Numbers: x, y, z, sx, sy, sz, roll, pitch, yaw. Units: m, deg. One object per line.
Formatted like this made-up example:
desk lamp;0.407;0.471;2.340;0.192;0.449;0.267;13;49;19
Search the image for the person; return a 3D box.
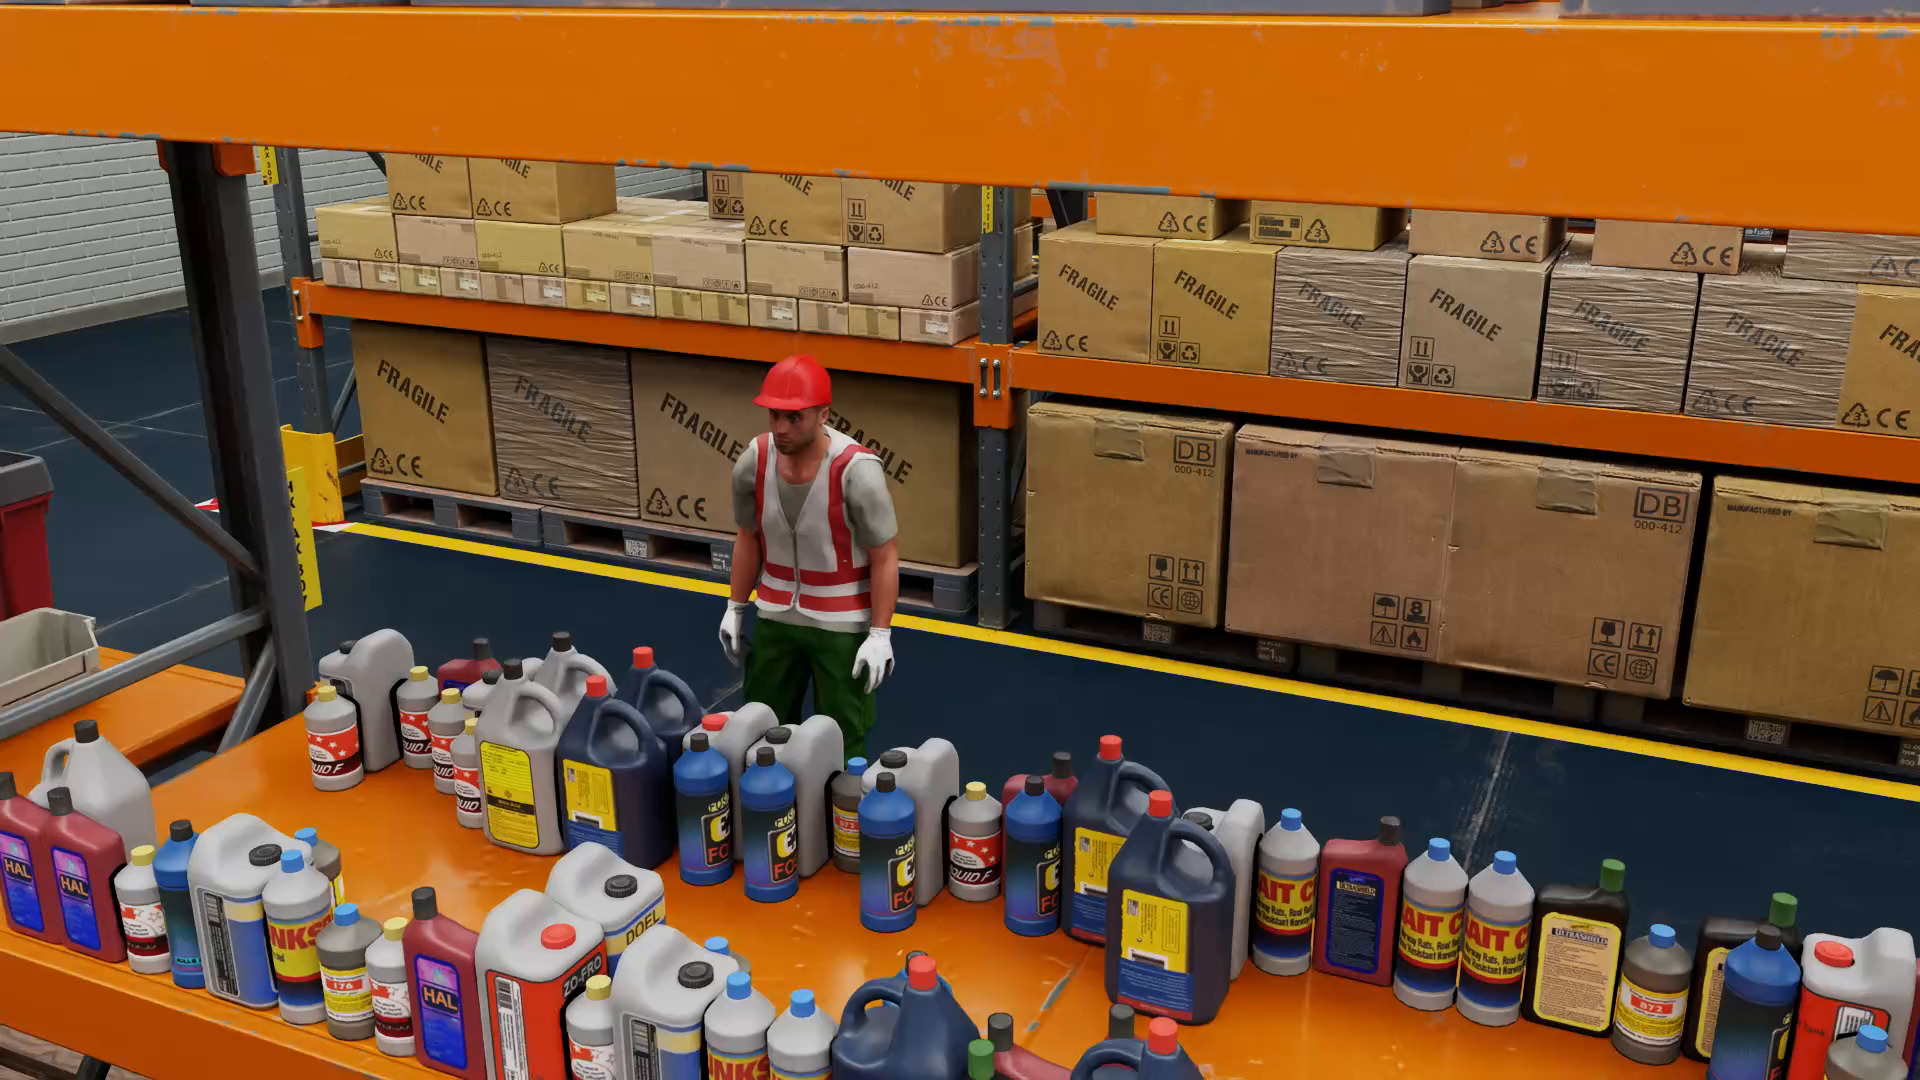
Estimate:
person;-0.475;0.281;5.216;0.608;1.780;0.448;8;21;23
